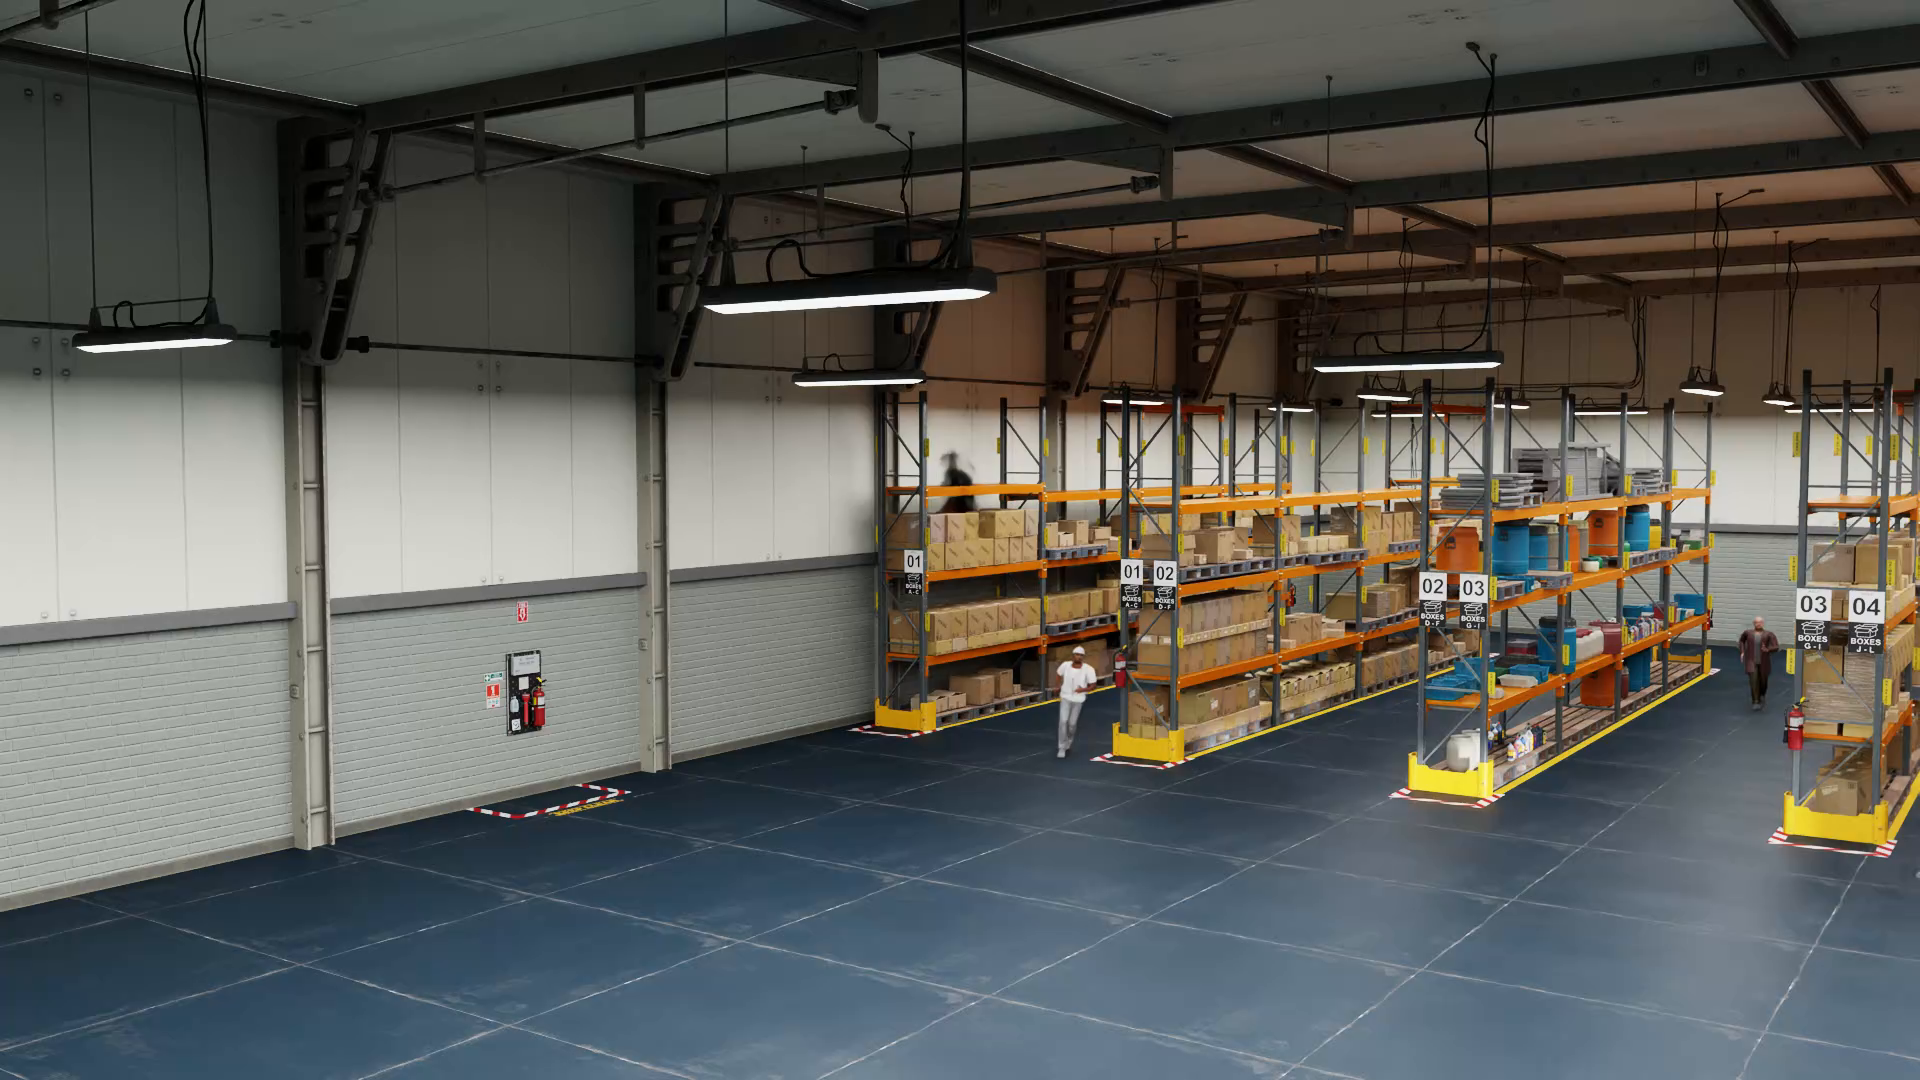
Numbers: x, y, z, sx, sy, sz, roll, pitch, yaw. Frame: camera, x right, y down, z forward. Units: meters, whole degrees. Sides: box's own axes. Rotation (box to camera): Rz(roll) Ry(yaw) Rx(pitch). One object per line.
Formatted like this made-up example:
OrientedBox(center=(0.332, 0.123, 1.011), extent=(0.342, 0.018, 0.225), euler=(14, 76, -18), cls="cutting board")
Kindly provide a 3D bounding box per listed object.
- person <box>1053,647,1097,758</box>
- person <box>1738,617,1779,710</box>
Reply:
OrientedBox(center=(1.877, 2.621, 27.156), extent=(0.704, 1.783, 0.827), euler=(0, 3, 6), cls="person")
OrientedBox(center=(15.277, 2.341, 31.835), extent=(0.709, 1.756, 0.955), euler=(2, 4, 27), cls="person")
